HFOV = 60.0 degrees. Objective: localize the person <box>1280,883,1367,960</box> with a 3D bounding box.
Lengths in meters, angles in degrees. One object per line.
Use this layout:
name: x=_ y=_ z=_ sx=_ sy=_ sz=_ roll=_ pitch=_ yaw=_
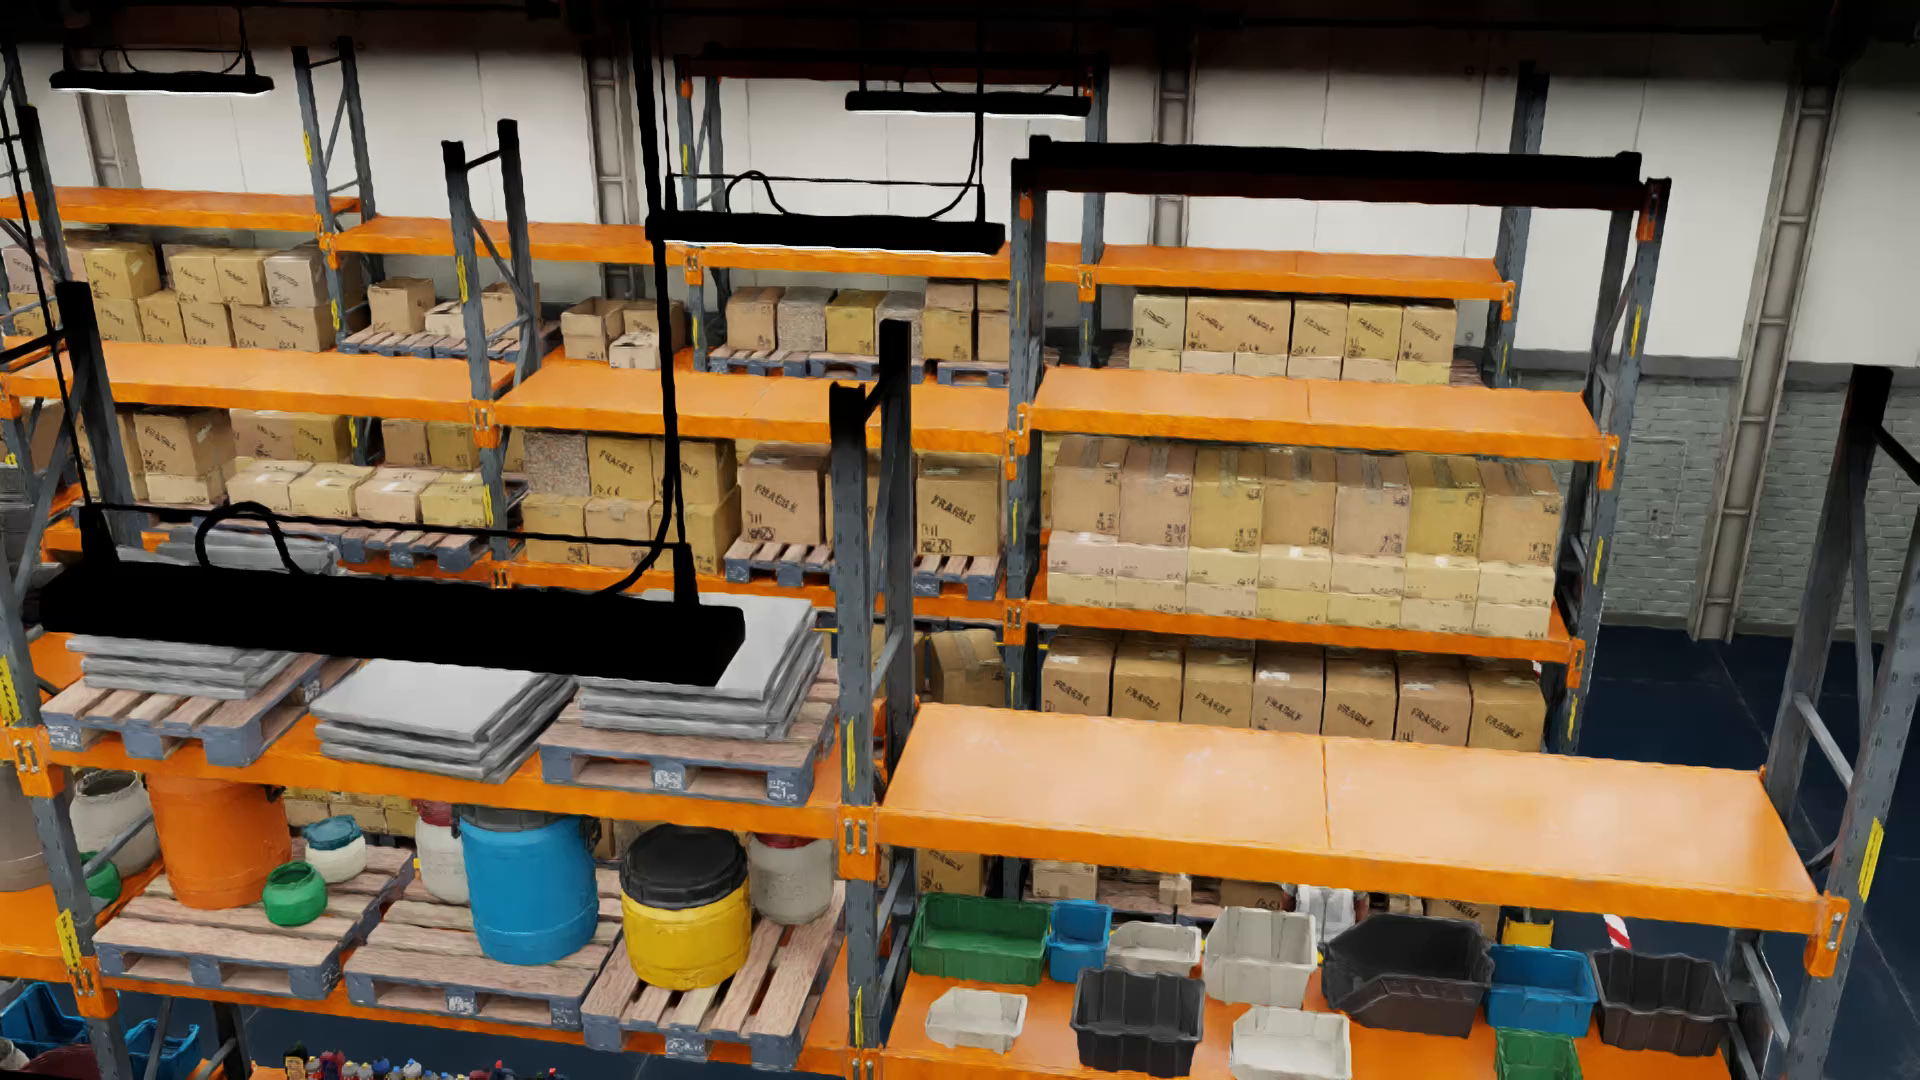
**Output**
person: x=2.511 y=2.748 z=11.590 sx=0.641 sy=1.778 sz=0.488 roll=5 pitch=24 yaw=12
